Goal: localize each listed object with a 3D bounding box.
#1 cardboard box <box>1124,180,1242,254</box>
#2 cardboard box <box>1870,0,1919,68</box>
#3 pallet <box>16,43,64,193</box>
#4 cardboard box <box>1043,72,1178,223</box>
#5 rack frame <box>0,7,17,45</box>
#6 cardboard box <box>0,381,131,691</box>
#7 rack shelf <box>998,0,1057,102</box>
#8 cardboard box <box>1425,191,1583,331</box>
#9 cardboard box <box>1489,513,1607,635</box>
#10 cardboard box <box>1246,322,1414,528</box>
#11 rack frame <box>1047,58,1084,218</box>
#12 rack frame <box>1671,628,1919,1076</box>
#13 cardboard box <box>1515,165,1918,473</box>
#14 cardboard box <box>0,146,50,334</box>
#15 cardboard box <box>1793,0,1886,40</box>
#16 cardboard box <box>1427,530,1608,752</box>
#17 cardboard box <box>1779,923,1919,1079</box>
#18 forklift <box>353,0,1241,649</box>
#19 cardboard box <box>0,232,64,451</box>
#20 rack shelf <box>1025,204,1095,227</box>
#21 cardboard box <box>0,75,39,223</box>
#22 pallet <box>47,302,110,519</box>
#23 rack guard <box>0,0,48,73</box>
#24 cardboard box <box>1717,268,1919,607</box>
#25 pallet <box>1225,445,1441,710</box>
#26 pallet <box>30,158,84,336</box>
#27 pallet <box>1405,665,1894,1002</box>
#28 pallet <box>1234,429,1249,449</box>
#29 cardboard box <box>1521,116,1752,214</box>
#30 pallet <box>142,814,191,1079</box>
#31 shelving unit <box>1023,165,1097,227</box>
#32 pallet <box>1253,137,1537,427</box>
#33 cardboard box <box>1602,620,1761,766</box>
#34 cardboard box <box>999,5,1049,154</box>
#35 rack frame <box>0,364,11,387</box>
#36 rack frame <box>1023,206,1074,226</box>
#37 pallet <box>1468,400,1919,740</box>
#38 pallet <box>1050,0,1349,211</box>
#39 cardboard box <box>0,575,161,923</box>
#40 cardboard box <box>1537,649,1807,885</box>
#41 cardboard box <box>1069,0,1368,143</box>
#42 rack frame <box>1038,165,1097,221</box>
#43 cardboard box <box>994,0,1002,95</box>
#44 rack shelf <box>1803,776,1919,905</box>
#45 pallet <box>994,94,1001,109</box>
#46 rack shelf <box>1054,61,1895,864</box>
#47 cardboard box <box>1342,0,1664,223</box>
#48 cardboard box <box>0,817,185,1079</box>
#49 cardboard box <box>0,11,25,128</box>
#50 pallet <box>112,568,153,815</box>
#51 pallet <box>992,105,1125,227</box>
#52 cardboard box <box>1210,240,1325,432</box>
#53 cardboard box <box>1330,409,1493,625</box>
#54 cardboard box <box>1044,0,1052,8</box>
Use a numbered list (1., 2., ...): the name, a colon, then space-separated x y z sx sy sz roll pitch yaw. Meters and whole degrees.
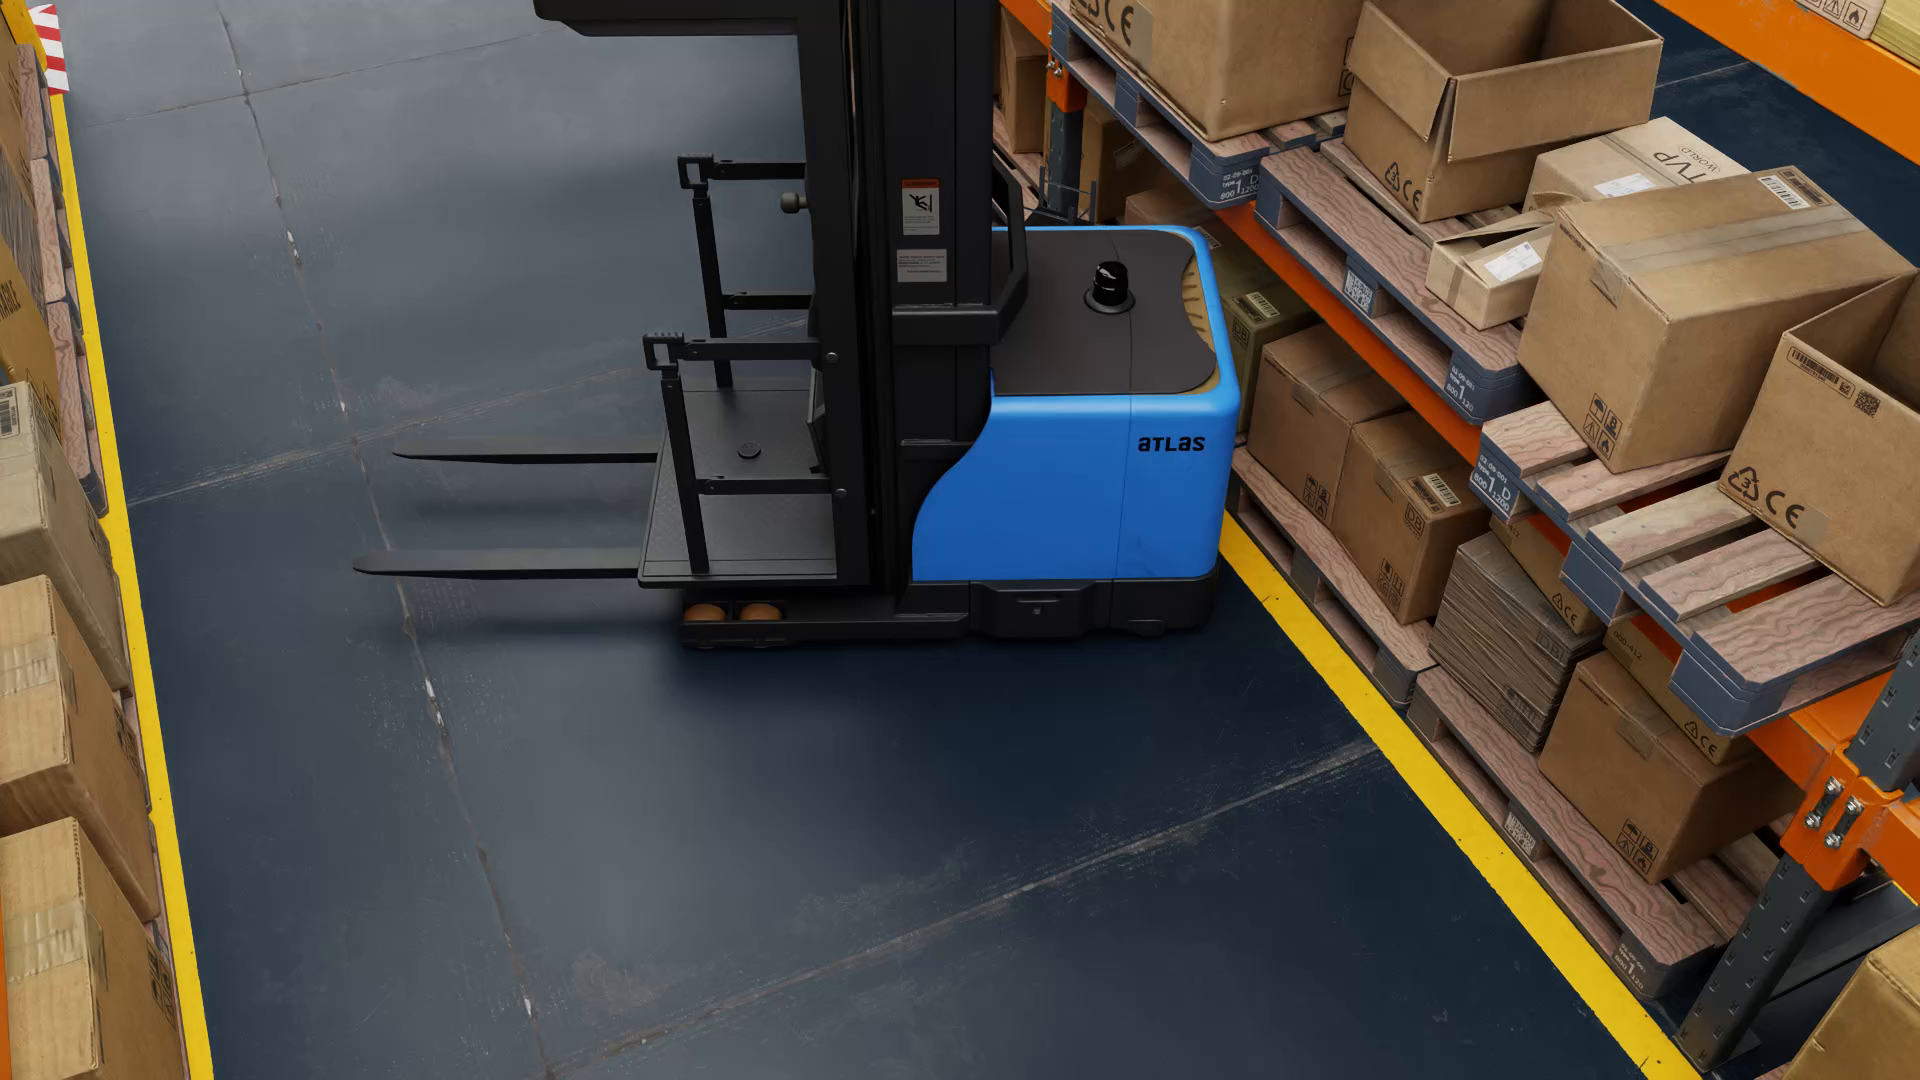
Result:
1. cardboard box: 1.085 -1.155 6.752 0.700 0.500 0.500 -22 49 -20
2. cardboard box: 2.106 -0.982 3.081 0.500 0.250 0.500 -18 47 -17
3. pallet: -4.971 -1.956 8.082 1.003 0.211 1.213 -18 47 -17
4. cardboard box: 0.714 -1.812 7.432 0.500 0.500 0.500 -19 48 -19
5. rack frame: -5.378 -3.435 7.595 1.000 3.000 0.127 -18 47 -17
6. cardboard box: -3.354 0.135 5.281 1.050 0.750 0.750 -18 47 -18
7. rack shelf: 0.005 -3.304 7.976 1.077 0.370 4.000 -18 47 -17
8. cardboard box: 1.582 -0.822 4.744 0.396 0.266 0.258 -19 48 -19
9. cardboard box: 1.987 -0.024 5.071 0.500 0.250 0.500 -13 46 -13
10. cardboard box: 1.504 -0.489 6.077 0.700 0.500 0.500 -22 49 -21
11. rack frame: 0.846 -2.286 6.431 1.000 3.000 0.127 -18 47 -17
12. rack frame: 2.528 0.263 3.848 1.000 3.000 0.127 -18 47 -17
13. cardboard box: 1.939 -0.581 4.333 0.700 0.500 0.500 -12 46 -12
14. cardboard box: -4.280 -1.274 6.619 0.875 0.875 0.875 -18 47 -17
15. cardboard box: 1.885 -1.294 3.397 0.500 0.250 0.500 -18 47 -18
16. cardboard box: 1.983 0.225 5.352 0.700 0.500 0.500 -22 49 -21
17. cardboard box: 2.799 1.316 3.995 1.225 0.875 0.875 -20 48 -19
18. forklift: -0.623 -1.036 5.213 3.031 2.935 1.130 -1 45 -1
19. cardboard box: -3.897 -0.700 6.038 0.875 0.875 0.875 -17 47 -17
20. rack shelf: 0.369 -1.195 6.483 0.258 0.077 0.200 21 48 20
21. cardboard box: -4.661 -1.855 7.208 0.875 0.875 0.875 -19 48 -18
22. pallet: -3.945 -0.401 6.506 1.003 0.211 1.213 -18 47 -17
23. rack guard: -5.389 -2.560 8.489 1.175 0.500 0.348 -18 47 -17
24. cardboard box: 2.265 -0.254 4.002 0.500 0.500 0.500 -24 49 -22
25. pallet: 1.692 -0.019 6.119 1.003 0.211 1.213 -18 47 -17
26. pallet: -4.462 -1.179 7.295 1.003 0.211 1.213 -18 47 -17
27. pallet: 2.201 0.757 5.332 1.003 0.211 1.213 -18 47 -17
28. pallet: 1.175 -0.798 6.908 1.003 0.211 1.213 -18 47 -17
29. cardboard box: 2.032 -0.969 4.904 0.500 0.250 0.500 -19 48 -19
30. pallet: -2.787 1.355 4.726 1.003 0.211 1.213 -18 47 -17
31. shelving unit: 0.369 -1.027 6.650 0.258 0.900 0.210 21 48 20
32. pallet: 1.659 -0.918 5.181 1.003 0.211 1.213 -18 47 -17
33. cardboard box: 2.219 0.311 4.732 0.500 0.250 0.500 -16 47 -16
34. cardboard box: 0.467 -2.175 7.800 0.500 0.500 0.500 -5 45 -5
35. rack frame: -3.697 -0.886 5.012 1.000 3.000 0.127 -18 47 -17
36. rack frame: 0.321 -0.964 6.586 0.240 0.900 0.006 21 48 20
37. pallet: 2.132 -0.091 4.344 1.213 0.211 1.003 -18 47 -17
38. pallet: 1.036 -1.688 5.961 1.003 0.211 1.213 -18 47 -17
39. cardboard box: -2.952 0.751 4.656 1.050 0.750 0.750 -18 47 -17
40. cardboard box: 2.228 0.575 4.998 0.700 0.500 0.500 -20 48 -19
41. cardboard box: 1.053 -2.101 5.518 1.000 1.000 1.000 -18 47 -17
42. rack frame: 0.416 -1.090 6.713 0.240 0.900 0.006 21 48 20
43. cardboard box: 0.134 -2.548 8.177 0.500 0.500 0.500 -22 49 -21
44. rack shelf: 3.369 1.794 2.809 1.077 0.370 4.000 -18 47 -17
45. pallet: 0.015 -2.490 8.623 1.003 0.211 1.213 -18 47 -17
46. rack shelf: 1.687 -0.755 5.392 1.077 0.370 4.000 -18 47 -17
47. cardboard box: 1.659 -1.395 5.155 0.797 0.503 0.637 -14 46 -13
48. cardboard box: -2.560 1.344 4.055 1.050 0.750 0.750 -17 47 -17
49. cardboard box: -5.033 -2.415 7.776 0.875 0.875 0.875 -18 47 -17
50. pallet: -3.304 0.576 5.516 1.003 0.211 1.213 -18 47 -17
51. pallet: 0.532 -1.711 7.834 1.003 0.211 1.213 -18 47 -17
52. cardboard box: 1.268 -0.846 6.438 0.700 0.500 0.500 -18 47 -18
53. cardboard box: 1.739 -0.134 5.716 0.700 0.500 0.500 -14 46 -14
54. cardboard box: 0.489 -2.247 6.570 0.380 0.149 0.250 -18 47 -17
